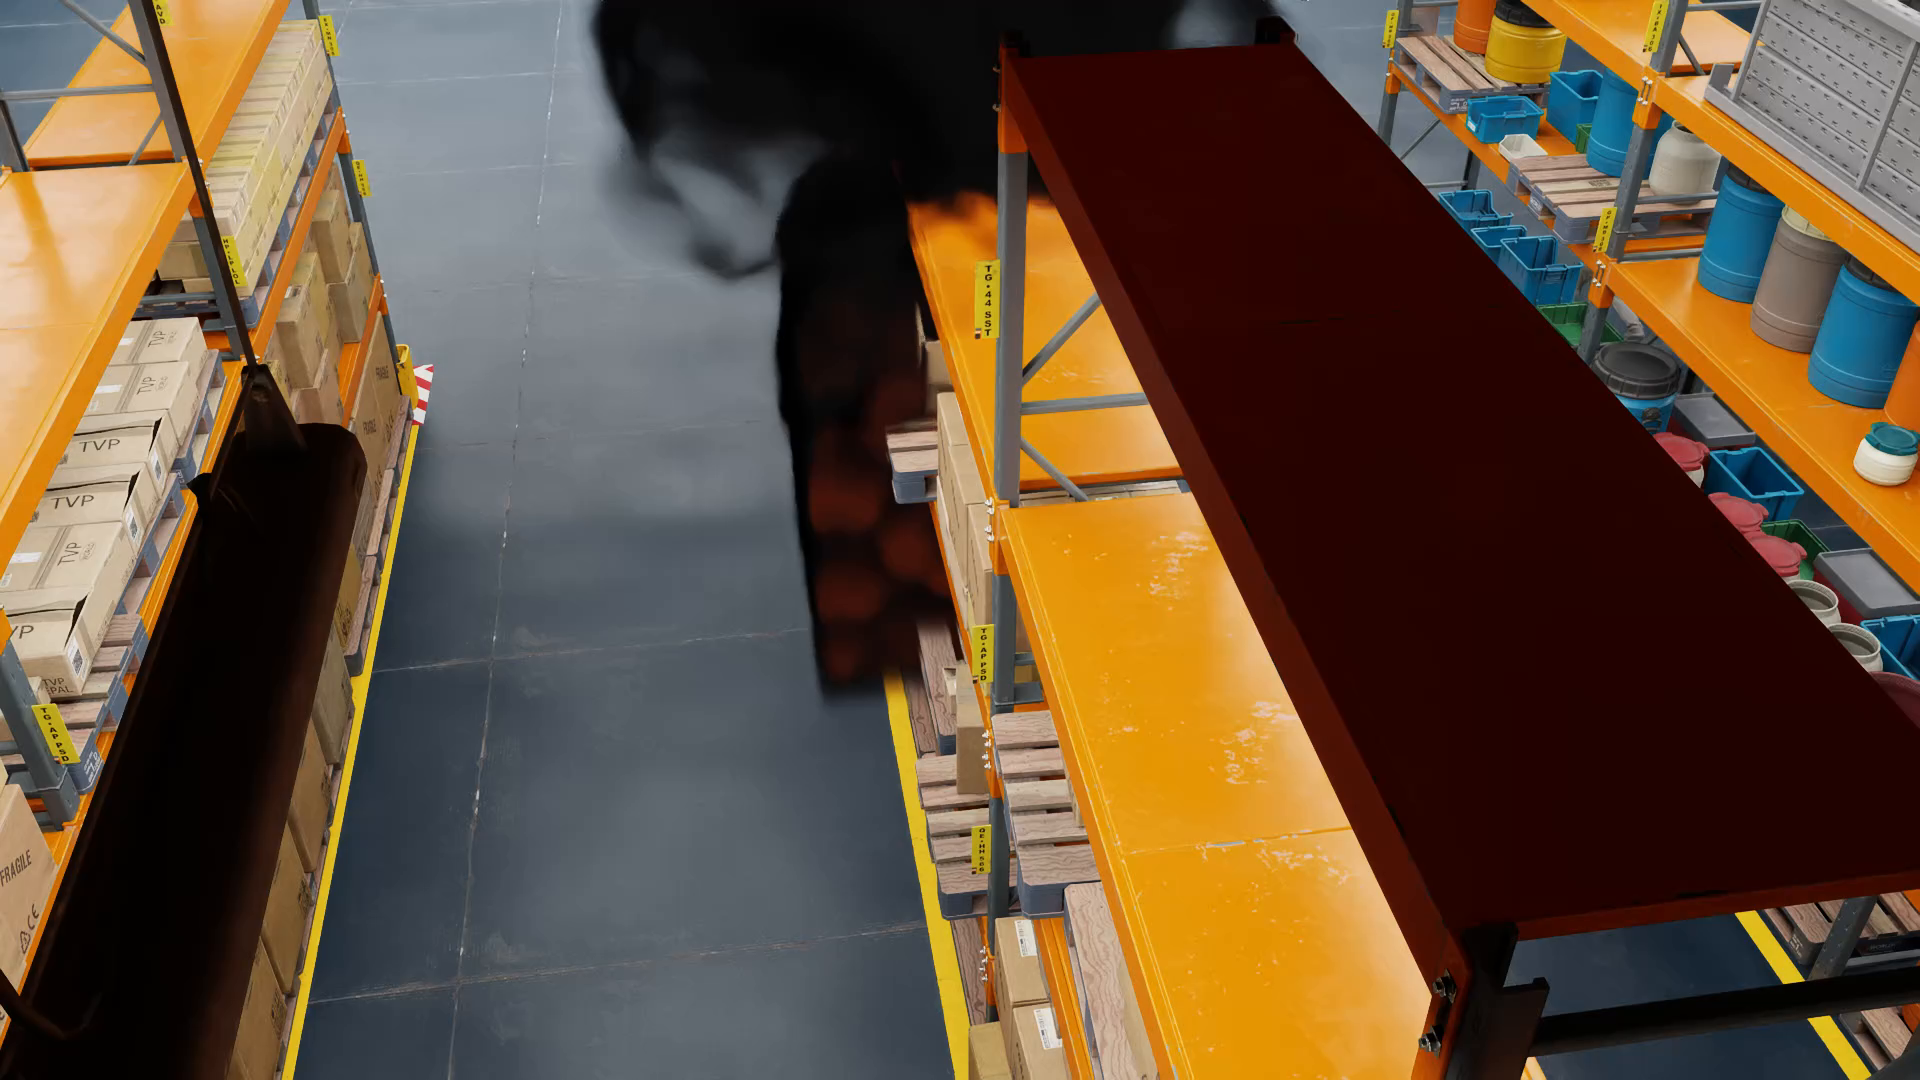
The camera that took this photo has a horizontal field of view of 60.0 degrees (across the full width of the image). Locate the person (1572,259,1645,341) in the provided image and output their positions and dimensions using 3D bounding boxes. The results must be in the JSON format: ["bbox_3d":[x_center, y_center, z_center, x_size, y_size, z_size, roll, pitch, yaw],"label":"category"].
[{"bbox_3d":[6.084,-2.642,15.576,0.663,1.776,1.140,-17,39,-21],"label":"person"}]
